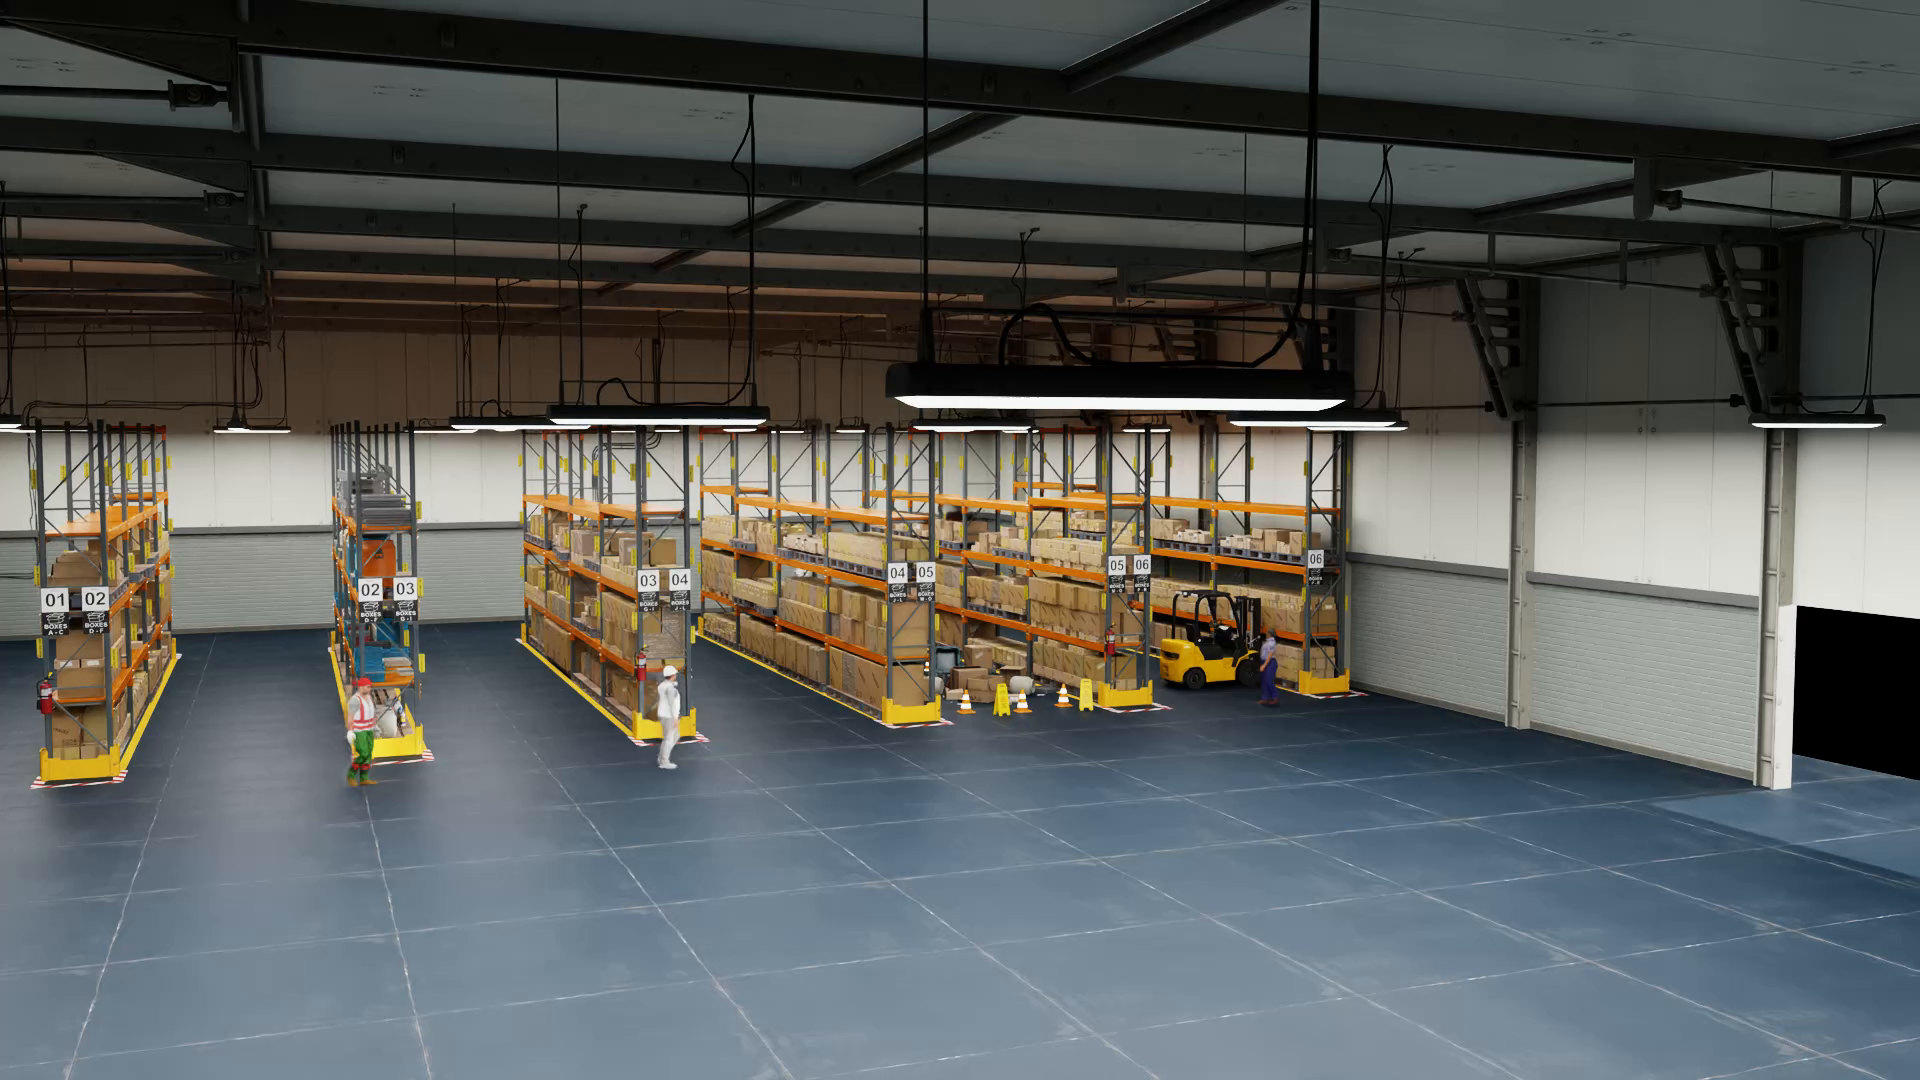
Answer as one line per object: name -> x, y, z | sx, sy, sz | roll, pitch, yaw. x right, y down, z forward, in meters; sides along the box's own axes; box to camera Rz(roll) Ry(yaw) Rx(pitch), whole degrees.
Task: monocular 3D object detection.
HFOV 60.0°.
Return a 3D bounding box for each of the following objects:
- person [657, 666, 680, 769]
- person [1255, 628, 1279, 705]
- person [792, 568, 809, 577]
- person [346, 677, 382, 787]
person -> -5.020, 3.055, 28.705 | 0.402, 1.775, 0.629 | -1, 4, -17
person -> 6.537, 2.703, 35.400 | 0.489, 1.642, 0.505 | -1, 4, -18
person -> -5.103, 1.497, 53.407 | 0.575, 1.788, 0.441 | 0, 4, 5
person -> -9.767, 3.137, 27.233 | 0.447, 1.788, 0.635 | 1, 4, 13
